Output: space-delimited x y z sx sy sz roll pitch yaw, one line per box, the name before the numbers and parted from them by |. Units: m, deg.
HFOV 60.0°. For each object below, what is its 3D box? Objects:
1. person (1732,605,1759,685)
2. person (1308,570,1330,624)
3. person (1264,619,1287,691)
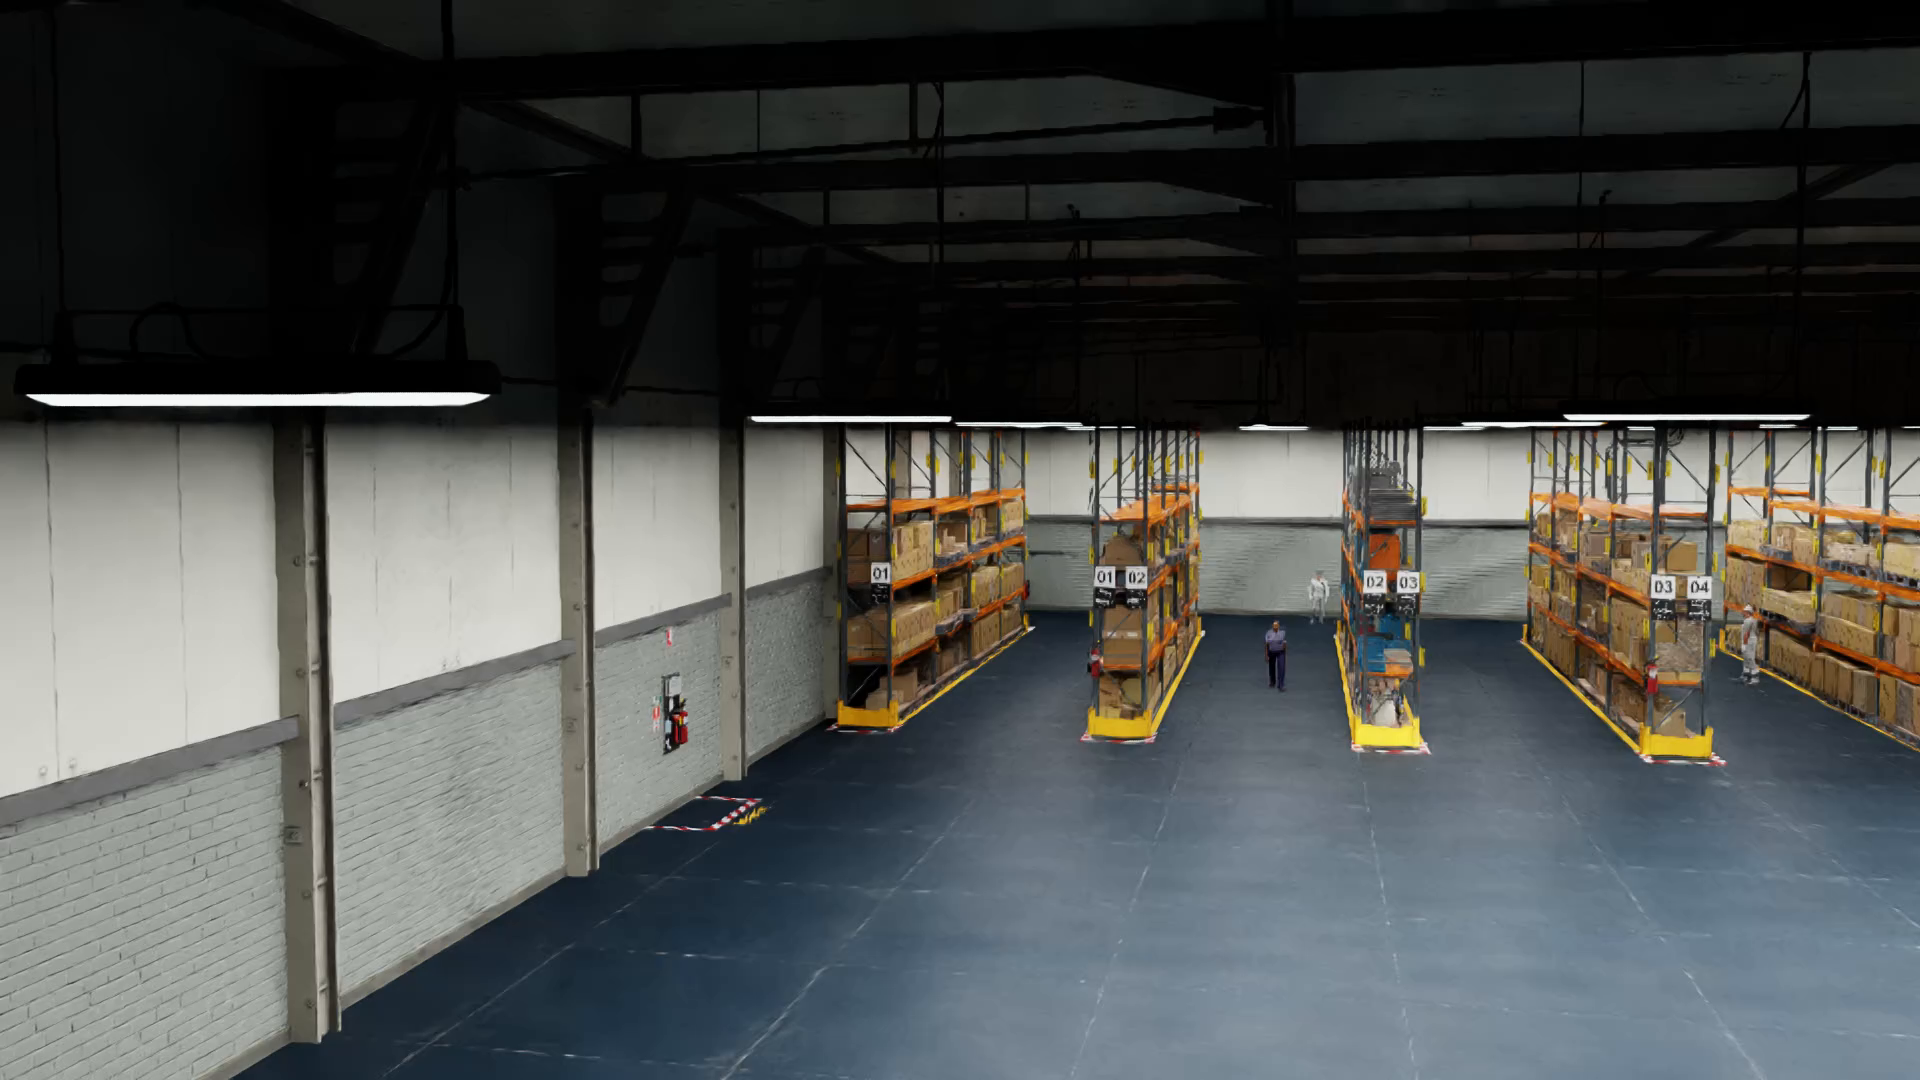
person | 17.850 2.366 37.724 0.583 1.780 0.658 2 4 33
person | 10.719 1.691 49.718 0.639 1.632 0.512 1 4 10
person | 6.998 2.533 36.910 0.480 1.549 1.079 1 4 13
